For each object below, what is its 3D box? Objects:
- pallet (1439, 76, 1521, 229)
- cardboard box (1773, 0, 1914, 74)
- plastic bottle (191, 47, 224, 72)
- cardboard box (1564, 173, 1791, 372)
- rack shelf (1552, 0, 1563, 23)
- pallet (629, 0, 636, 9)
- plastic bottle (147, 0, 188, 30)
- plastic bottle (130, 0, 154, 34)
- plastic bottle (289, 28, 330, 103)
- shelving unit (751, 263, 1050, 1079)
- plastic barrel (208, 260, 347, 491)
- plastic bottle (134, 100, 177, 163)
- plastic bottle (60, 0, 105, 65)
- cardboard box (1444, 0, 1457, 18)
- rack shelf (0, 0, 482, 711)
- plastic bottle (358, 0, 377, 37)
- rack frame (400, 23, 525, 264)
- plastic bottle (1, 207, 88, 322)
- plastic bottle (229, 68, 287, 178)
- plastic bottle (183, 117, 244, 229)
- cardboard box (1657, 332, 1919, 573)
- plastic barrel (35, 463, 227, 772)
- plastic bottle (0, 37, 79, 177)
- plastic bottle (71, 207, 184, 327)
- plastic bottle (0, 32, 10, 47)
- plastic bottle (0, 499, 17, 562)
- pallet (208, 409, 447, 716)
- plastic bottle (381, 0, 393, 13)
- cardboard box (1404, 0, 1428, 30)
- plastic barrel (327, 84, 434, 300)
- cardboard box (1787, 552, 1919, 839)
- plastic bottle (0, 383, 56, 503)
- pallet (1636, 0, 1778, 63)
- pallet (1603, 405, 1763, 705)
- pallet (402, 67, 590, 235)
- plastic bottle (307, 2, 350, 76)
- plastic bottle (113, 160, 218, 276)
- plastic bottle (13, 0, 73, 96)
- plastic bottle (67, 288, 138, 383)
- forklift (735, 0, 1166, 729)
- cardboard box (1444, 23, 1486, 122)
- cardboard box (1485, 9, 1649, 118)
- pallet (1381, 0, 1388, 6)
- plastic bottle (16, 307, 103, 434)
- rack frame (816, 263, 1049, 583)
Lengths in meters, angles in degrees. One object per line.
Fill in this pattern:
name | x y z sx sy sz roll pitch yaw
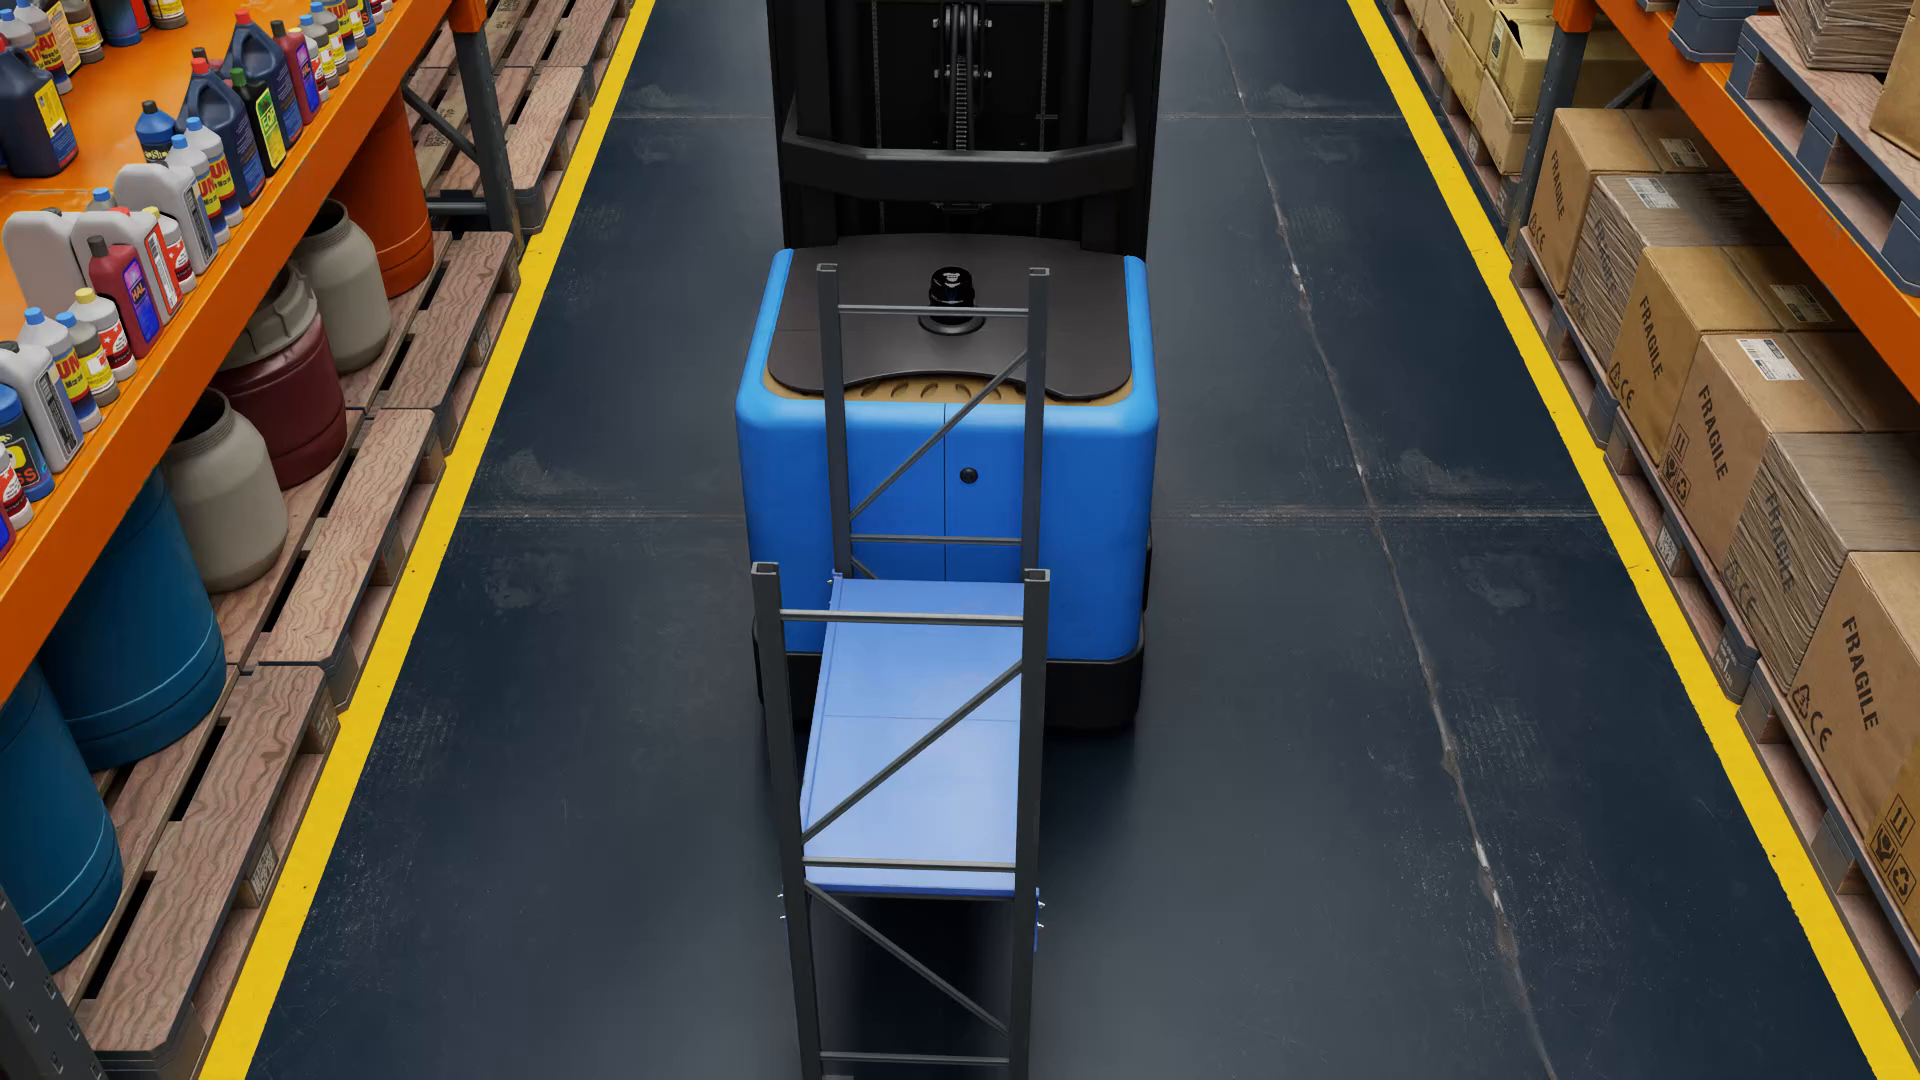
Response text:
pallet | 2.735 -1.738 7.250 1.003 0.211 1.213 0 39 0
cardboard box | 2.621 -1.548 4.368 0.700 0.500 0.500 7 39 8
plastic bottle | -1.972 -1.181 4.419 0.061 0.283 0.133 0 39 0
cardboard box | 2.418 -0.895 5.616 0.500 0.500 0.500 -1 39 -2
rack shelf | 2.695 -3.281 7.521 1.077 0.370 4.000 0 39 0
pallet | -2.221 -3.232 9.115 1.003 0.211 1.213 0 39 0
plastic bottle | -2.454 -1.684 5.112 0.097 0.201 0.097 0 39 0
plastic bottle | -2.579 -1.701 5.074 0.152 0.276 0.135 0 39 0
plastic bottle | -1.846 -1.337 4.679 0.097 0.201 0.097 0 39 0
shelving unit | -0.079 0.320 3.651 0.538 1.500 1.048 1 39 2
plastic barrel | -2.237 -0.521 5.094 0.600 0.588 0.708 0 39 0
plastic bottle | -1.990 -0.966 4.160 0.097 0.271 0.097 0 39 0
plastic bottle | -2.606 -1.516 4.902 0.097 0.201 0.097 0 39 0
cardboard box | 2.445 -2.589 7.497 0.500 0.311 0.500 0 39 0
rack shelf | -2.254 -0.779 4.398 1.077 0.370 4.000 0 39 0
plastic bottle | -1.847 -1.669 5.037 0.097 0.271 0.097 0 39 0
rack frame | -2.256 -2.310 5.734 1.000 3.000 0.127 0 39 0
plastic bottle | -2.025 -0.629 3.735 0.152 0.276 0.135 0 39 0
plastic bottle | -1.828 -1.098 4.315 0.061 0.283 0.133 0 39 0
plastic bottle | -1.846 -0.906 4.084 0.097 0.271 0.097 0 39 0
cardboard box | 2.419 -0.255 4.817 0.500 0.500 0.500 -1 39 -2
plastic barrel | -2.236 0.063 4.115 0.600 0.901 0.708 0 39 0
plastic bottle | -2.429 -1.137 4.310 0.144 0.351 0.185 0 39 0
plastic bottle | -1.872 -0.629 3.735 0.152 0.276 0.135 0 39 0
plastic bottle | -2.623 -1.271 4.531 0.061 0.283 0.133 0 39 0
plastic bottle | -1.826 -0.076 3.040 0.061 0.283 0.133 0 39 0
pallet | -2.215 0.032 5.041 1.003 0.211 1.213 0 39 0
plastic bottle | -1.847 -1.763 5.211 0.097 0.201 0.097 0 39 0
cardboard box | 2.447 -2.689 8.070 0.500 0.250 0.500 1 39 1
plastic barrel | -2.239 -1.321 5.900 0.600 0.830 0.708 0 39 0
cardboard box | 2.422 0.376 4.029 0.500 0.500 0.500 0 39 0
plastic bottle | -1.844 -0.204 3.209 0.097 0.271 0.097 0 39 0
pallet | 2.768 -1.813 5.267 1.213 0.211 1.003 0 39 0
pallet | 2.659 0.005 5.075 1.003 0.211 1.213 0 39 0
pallet | -2.218 -1.706 7.210 1.003 0.211 1.213 0 39 0
plastic bottle | -1.847 -1.459 4.831 0.097 0.201 0.097 0 39 0
plastic bottle | -1.873 -0.774 3.916 0.152 0.276 0.135 0 39 0
plastic bottle | -2.605 -1.399 4.700 0.097 0.271 0.097 0 39 0
plastic bottle | -1.845 -0.444 3.564 0.097 0.201 0.097 0 39 0
forklift | 0.026 -1.534 4.821 1.130 2.935 3.031 1 39 2
cardboard box | 2.448 -2.053 7.277 0.500 0.250 0.500 0 39 -1
cardboard box | 2.450 -1.948 6.697 0.500 0.311 0.500 1 39 1
pallet | 2.732 -3.264 9.154 1.003 0.211 1.213 0 39 0
plastic bottle | -1.845 -0.350 3.390 0.097 0.271 0.097 0 39 0
rack frame | -0.058 0.003 4.047 0.500 1.500 0.032 1 39 2
